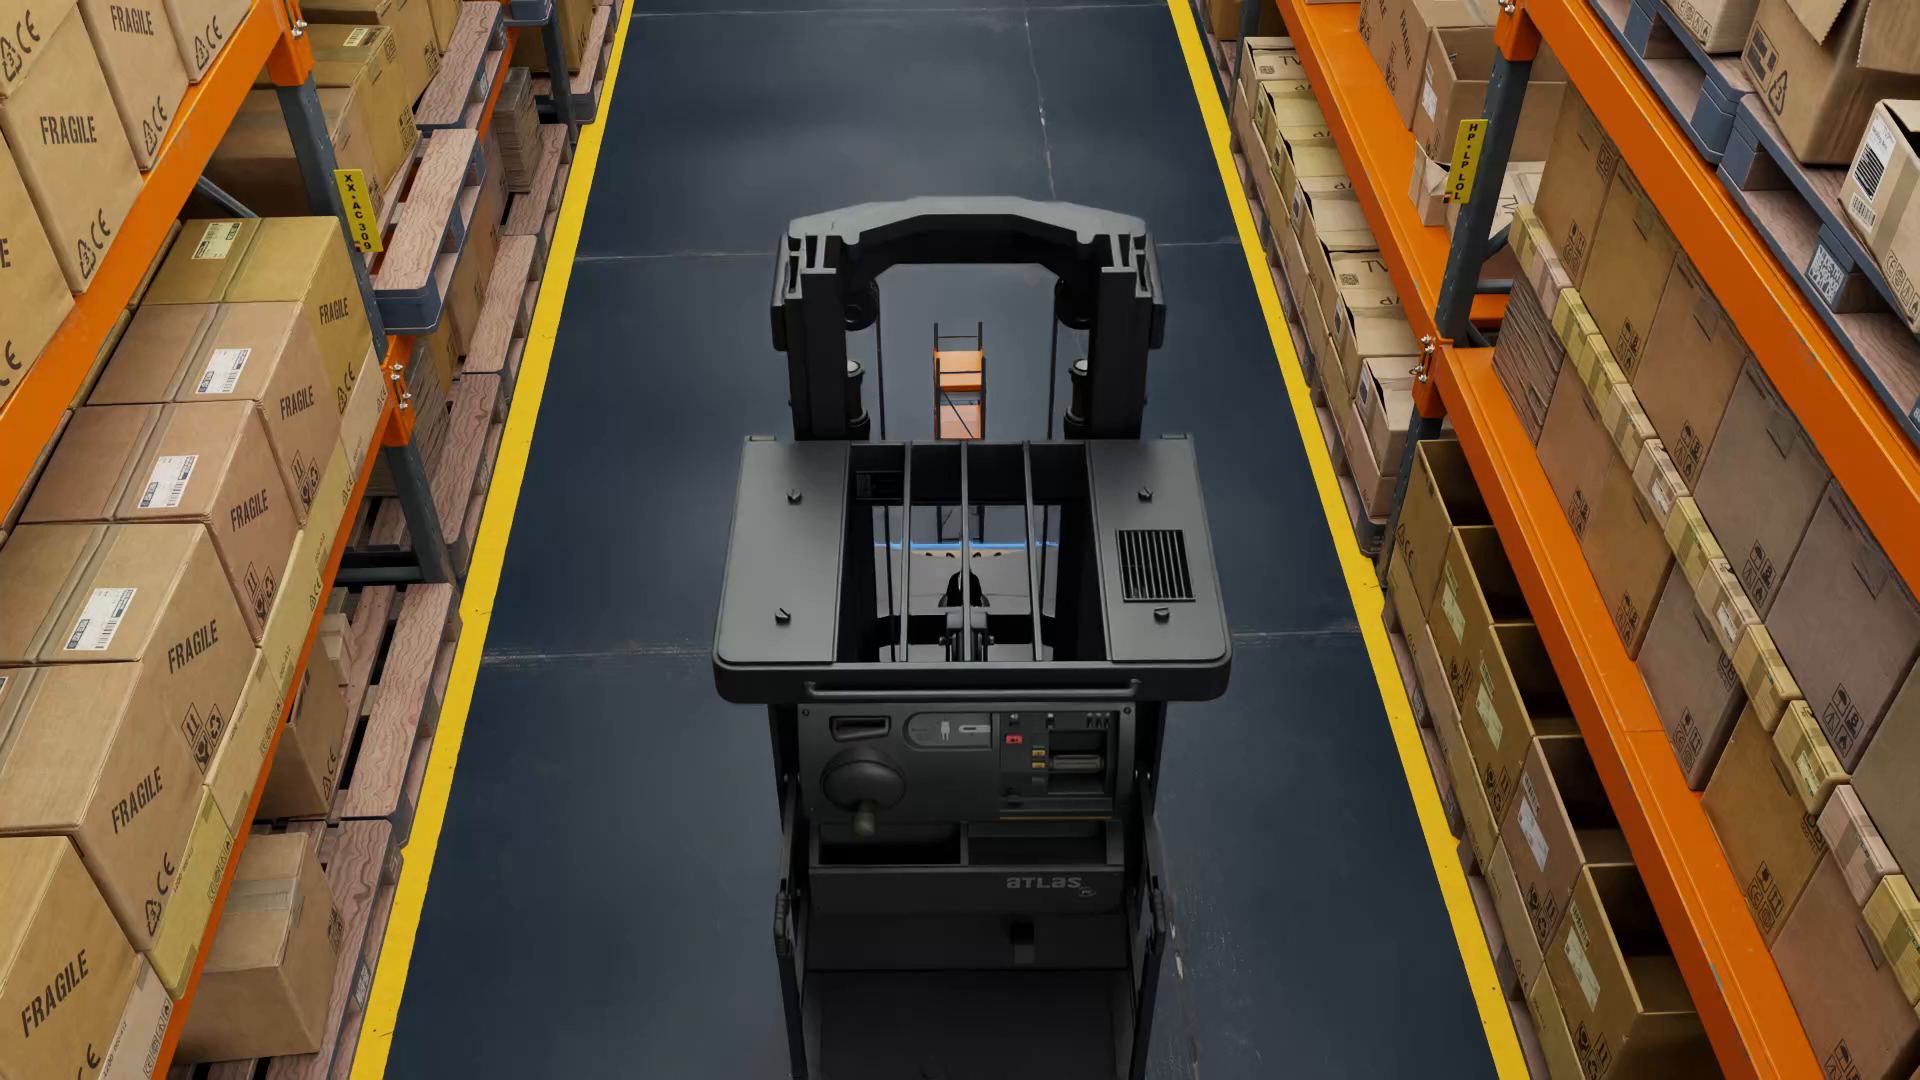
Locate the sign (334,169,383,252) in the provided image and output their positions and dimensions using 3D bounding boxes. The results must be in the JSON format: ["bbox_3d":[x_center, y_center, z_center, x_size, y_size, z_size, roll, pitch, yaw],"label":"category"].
[{"bbox_3d":[-2.094,-1.143,5.786,0.100,0.325,0.005,-2,43,-2],"label":"sign"}]

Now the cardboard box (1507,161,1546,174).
[{"bbox_3d":[2.480,-1.459,6.957,0.380,0.149,0.250,-2,43,-2],"label":"cardboard box"}]

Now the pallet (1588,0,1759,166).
[{"bbox_3d":[2.375,-1.445,4.602,1.003,0.211,1.213,-2,43,-2],"label":"pallet"}]

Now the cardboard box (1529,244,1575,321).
[{"bbox_3d":[2.142,-0.867,5.572,0.380,0.149,0.250,-1,43,-1],"label":"cardboard box"}]

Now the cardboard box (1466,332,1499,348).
[{"bbox_3d":[2.528,-0.920,7.492,0.500,0.311,0.500,-2,43,-2],"label":"cardboard box"}]

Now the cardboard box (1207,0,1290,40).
[{"bbox_3d":[1.869,-3.513,10.537,0.500,0.500,0.500,0,43,0],"label":"cardboard box"}]

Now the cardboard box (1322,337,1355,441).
[{"bbox_3d":[1.986,-0.702,7.670,0.500,0.250,0.500,-2,43,-2],"label":"cardboard box"}]

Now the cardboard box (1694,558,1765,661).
[{"bbox_3d":[2.208,0.177,4.432,0.380,0.149,0.250,-2,43,-2],"label":"cardboard box"}]

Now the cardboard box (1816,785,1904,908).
[{"bbox_3d":[2.244,0.705,3.856,0.380,0.149,0.250,-1,43,-1],"label":"cardboard box"}]

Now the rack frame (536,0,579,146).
[{"bbox_3d":[-2.806,-3.503,9.002,1.000,3.000,0.127,-2,43,-2],"label":"rack frame"}]

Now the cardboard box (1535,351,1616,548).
[{"bbox_3d":[2.367,-0.329,5.465,0.700,0.500,0.500,-2,43,-2],"label":"cardboard box"}]

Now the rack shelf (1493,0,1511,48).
[{"bbox_3d":[2.228,-3.138,6.916,1.077,0.370,4.000,-2,43,-2],"label":"rack shelf"}]

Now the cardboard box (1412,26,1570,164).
[{"bbox_3d":[2.274,-1.859,7.134,0.500,0.500,0.500,1,43,1],"label":"cardboard box"}]

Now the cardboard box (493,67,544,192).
[{"bbox_3d":[-2.723,-2.259,9.169,0.700,0.500,0.500,-1,43,-1],"label":"cardboard box"}]

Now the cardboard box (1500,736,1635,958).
[{"bbox_3d":[2.086,0.970,5.291,0.500,0.500,0.500,-2,43,-2],"label":"cardboard box"}]

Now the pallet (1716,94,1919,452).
[{"bbox_3d":[2.424,-0.624,3.706,1.003,0.211,1.213,-2,43,-2],"label":"pallet"}]

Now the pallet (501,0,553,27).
[{"bbox_3d":[-2.669,-2.954,8.545,1.213,0.211,1.003,-2,43,-2],"label":"pallet"}]

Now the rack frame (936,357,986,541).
[{"bbox_3d":[0.003,-0.341,6.994,0.200,1.050,0.008,-2,43,-2],"label":"rack frame"}]

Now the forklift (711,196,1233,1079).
[{"bbox_3d":[0.023,0.708,4.458,1.130,2.935,3.031,0,43,0],"label":"forklift"}]

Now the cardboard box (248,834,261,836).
[{"bbox_3d":[-2.588,1.166,5.692,0.380,0.149,0.250,-5,43,-5],"label":"cardboard box"}]

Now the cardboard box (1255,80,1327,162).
[{"bbox_3d":[1.903,-2.279,8.976,0.500,0.311,0.500,-3,43,-3],"label":"cardboard box"}]

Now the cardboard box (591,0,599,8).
[{"bbox_3d":[-2.737,-3.957,10.777,0.750,0.750,0.750,-2,43,-2],"label":"cardboard box"}]

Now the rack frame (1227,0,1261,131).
[{"bbox_3d":[2.143,-3.648,9.159,1.000,3.000,0.127,-2,43,-2],"label":"rack frame"}]

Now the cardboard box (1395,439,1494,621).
[{"bbox_3d":[2.020,-0.043,6.396,0.500,0.500,0.500,-2,43,-2],"label":"cardboard box"}]

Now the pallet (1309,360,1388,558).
[{"bbox_3d":[2.243,-0.416,7.697,1.003,0.211,1.213,-2,43,-2],"label":"pallet"}]

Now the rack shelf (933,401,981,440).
[{"bbox_3d":[-0.002,-0.415,7.092,0.215,0.259,0.240,-2,43,-2],"label":"rack shelf"}]

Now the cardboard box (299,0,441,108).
[{"bbox_3d":[-2.699,-2.167,7.145,0.700,0.500,0.500,4,43,4],"label":"cardboard box"}]

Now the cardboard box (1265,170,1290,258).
[{"bbox_3d":[1.922,-1.737,8.799,0.500,0.250,0.500,-3,43,-3],"label":"cardboard box"}]

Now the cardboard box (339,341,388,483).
[{"bbox_3d":[-2.313,-0.444,5.760,0.500,0.250,0.500,-2,43,-2],"label":"cardboard box"}]

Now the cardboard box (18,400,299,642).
[{"bbox_3d":[-2.269,-0.044,4.769,0.500,0.500,0.500,-3,43,-3],"label":"cardboard box"}]

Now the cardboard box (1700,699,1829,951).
[{"bbox_3d":[2.434,0.711,4.330,0.700,0.500,0.500,-1,43,-2],"label":"cardboard box"}]

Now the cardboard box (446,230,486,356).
[{"bbox_3d":[-2.737,-1.233,8.049,0.700,0.500,0.500,-1,43,-1],"label":"cardboard box"}]

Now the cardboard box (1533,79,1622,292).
[{"bbox_3d":[2.338,-1.163,5.415,0.700,0.500,0.500,-1,43,-2],"label":"cardboard box"}]

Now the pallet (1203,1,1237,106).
[{"bbox_3d":[2.149,-3.125,10.653,1.003,0.211,1.213,-2,43,-2],"label":"pallet"}]

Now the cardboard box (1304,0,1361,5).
[{"bbox_3d":[1.988,-3.006,8.525,0.500,0.311,0.500,-2,43,-2],"label":"cardboard box"}]

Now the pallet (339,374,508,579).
[{"bbox_3d":[-2.670,-0.300,7.571,1.003,0.211,1.213,-2,43,-2],"label":"pallet"}]

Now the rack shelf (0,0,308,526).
[{"bbox_3d":[-2.551,-0.293,3.812,1.077,0.370,4.000,-2,43,-2],"label":"rack shelf"}]

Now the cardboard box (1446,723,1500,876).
[{"bbox_3d":[2.062,0.909,5.913,0.500,0.250,0.500,-2,43,-2],"label":"cardboard box"}]

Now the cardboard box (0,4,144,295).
[{"bbox_3d":[-2.297,-0.904,3.857,0.500,0.500,0.500,-3,43,-3],"label":"cardboard box"}]

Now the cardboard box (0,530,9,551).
[{"bbox_3d":[-2.758,0.328,4.363,0.500,0.500,0.500,-1,43,-1],"label":"cardboard box"}]

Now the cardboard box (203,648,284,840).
[{"bbox_3d":[-2.241,0.571,4.653,0.500,0.250,0.500,-1,43,-1],"label":"cardboard box"}]

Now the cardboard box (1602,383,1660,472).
[{"bbox_3d":[2.176,-0.347,5.004,0.380,0.149,0.250,-3,43,-3],"label":"cardboard box"}]

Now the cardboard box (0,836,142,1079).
[{"bbox_3d":[-2.197,1.004,3.625,0.500,0.500,0.500,-2,43,-2],"label":"cardboard box"}]

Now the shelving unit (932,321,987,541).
[{"bbox_3d":[-0.002,-0.423,7.084,0.215,1.050,0.252,-2,43,-2],"label":"shelving unit"}]

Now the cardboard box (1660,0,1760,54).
[{"bbox_3d":[2.094,-1.515,4.264,0.500,0.311,0.500,-4,43,-4],"label":"cardboard box"}]

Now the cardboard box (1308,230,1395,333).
[{"bbox_3d":[1.962,-1.249,7.851,0.500,0.311,0.500,-2,43,-2],"label":"cardboard box"}]

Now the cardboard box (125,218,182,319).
[{"bbox_3d":[-2.825,-0.708,5.493,0.500,0.500,0.500,-3,43,-3],"label":"cardboard box"}]

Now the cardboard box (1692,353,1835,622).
[{"bbox_3d":[2.402,-0.147,4.306,0.700,0.500,0.500,-2,43,-2],"label":"cardboard box"}]
